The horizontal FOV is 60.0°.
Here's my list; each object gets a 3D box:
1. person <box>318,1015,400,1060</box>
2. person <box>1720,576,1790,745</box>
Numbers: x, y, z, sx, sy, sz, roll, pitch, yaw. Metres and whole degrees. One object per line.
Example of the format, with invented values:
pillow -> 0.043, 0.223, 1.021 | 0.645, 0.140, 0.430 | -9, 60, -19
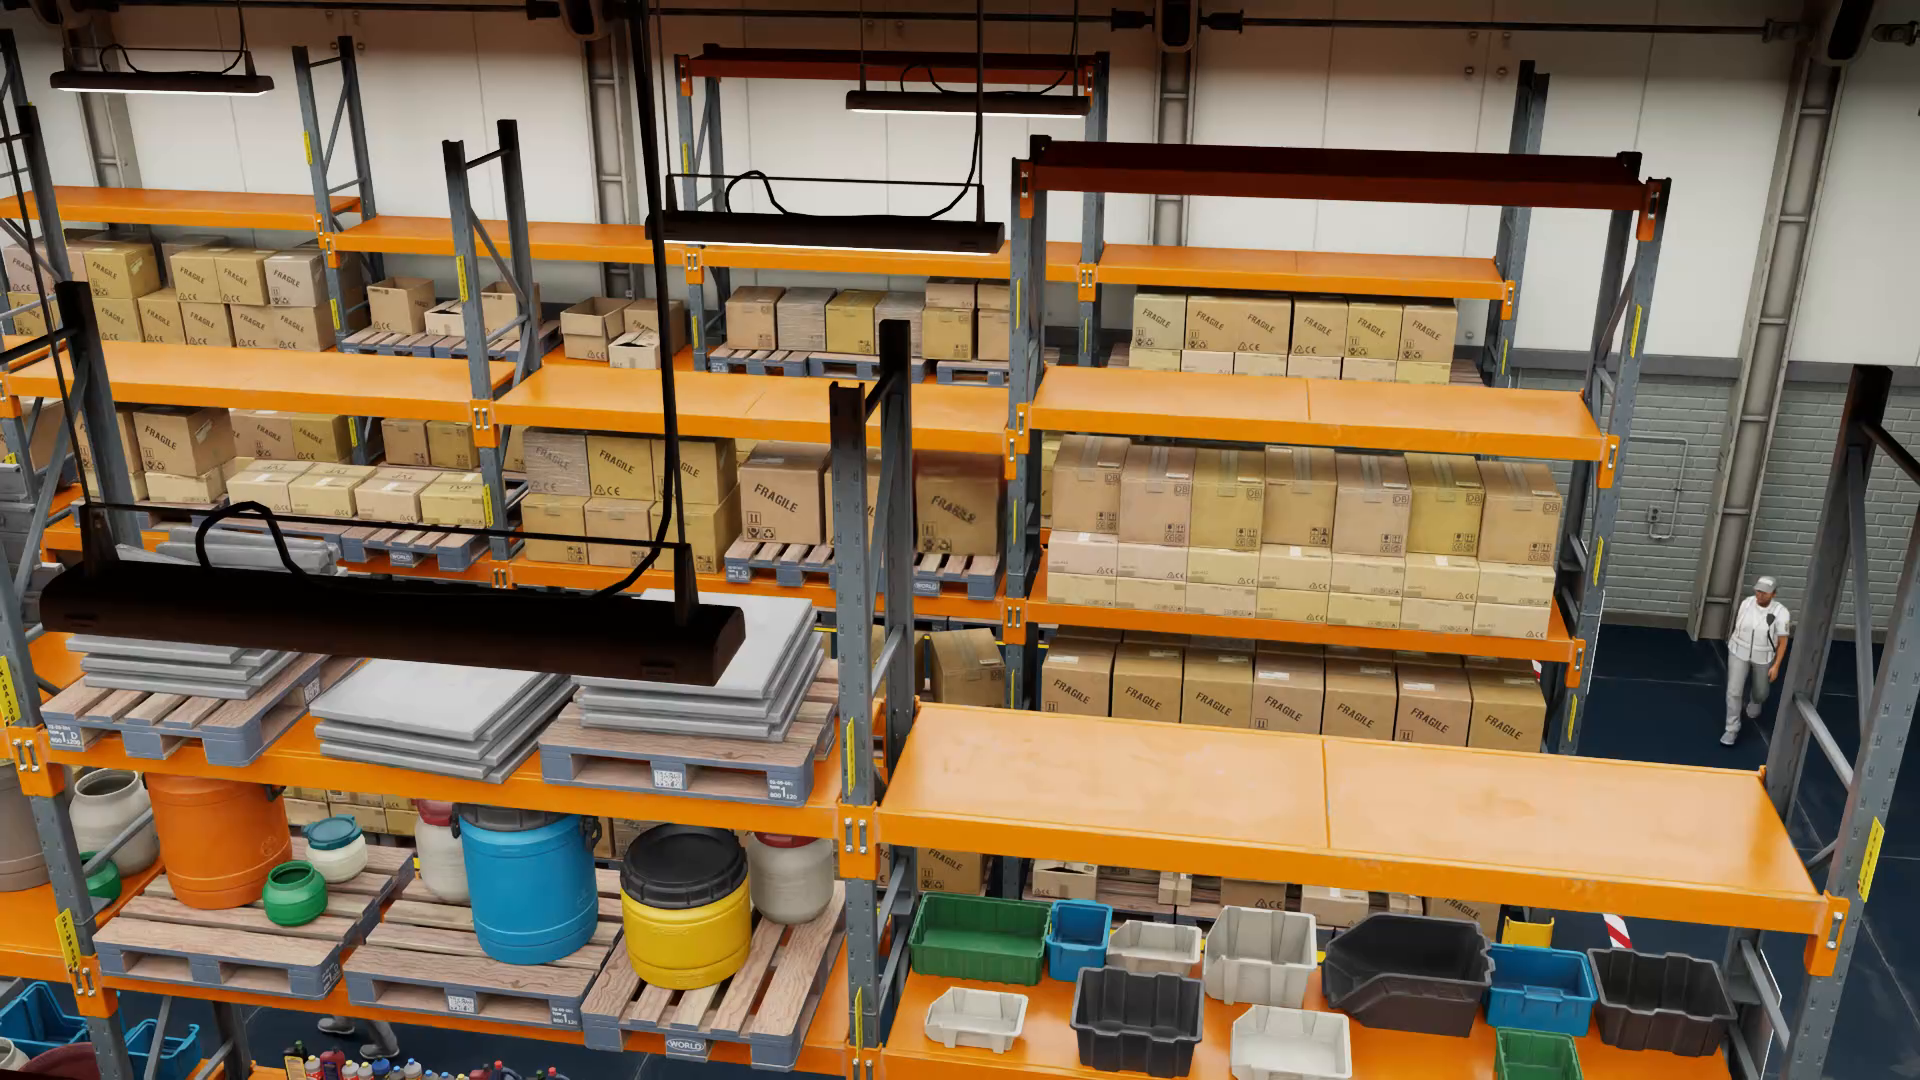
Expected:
person -> -4.309, 2.852, 11.518 | 0.743, 1.641, 0.487 | 6, 24, 13
person -> 7.521, 1.075, 15.709 | 0.488, 1.626, 0.866 | 13, 26, 28
